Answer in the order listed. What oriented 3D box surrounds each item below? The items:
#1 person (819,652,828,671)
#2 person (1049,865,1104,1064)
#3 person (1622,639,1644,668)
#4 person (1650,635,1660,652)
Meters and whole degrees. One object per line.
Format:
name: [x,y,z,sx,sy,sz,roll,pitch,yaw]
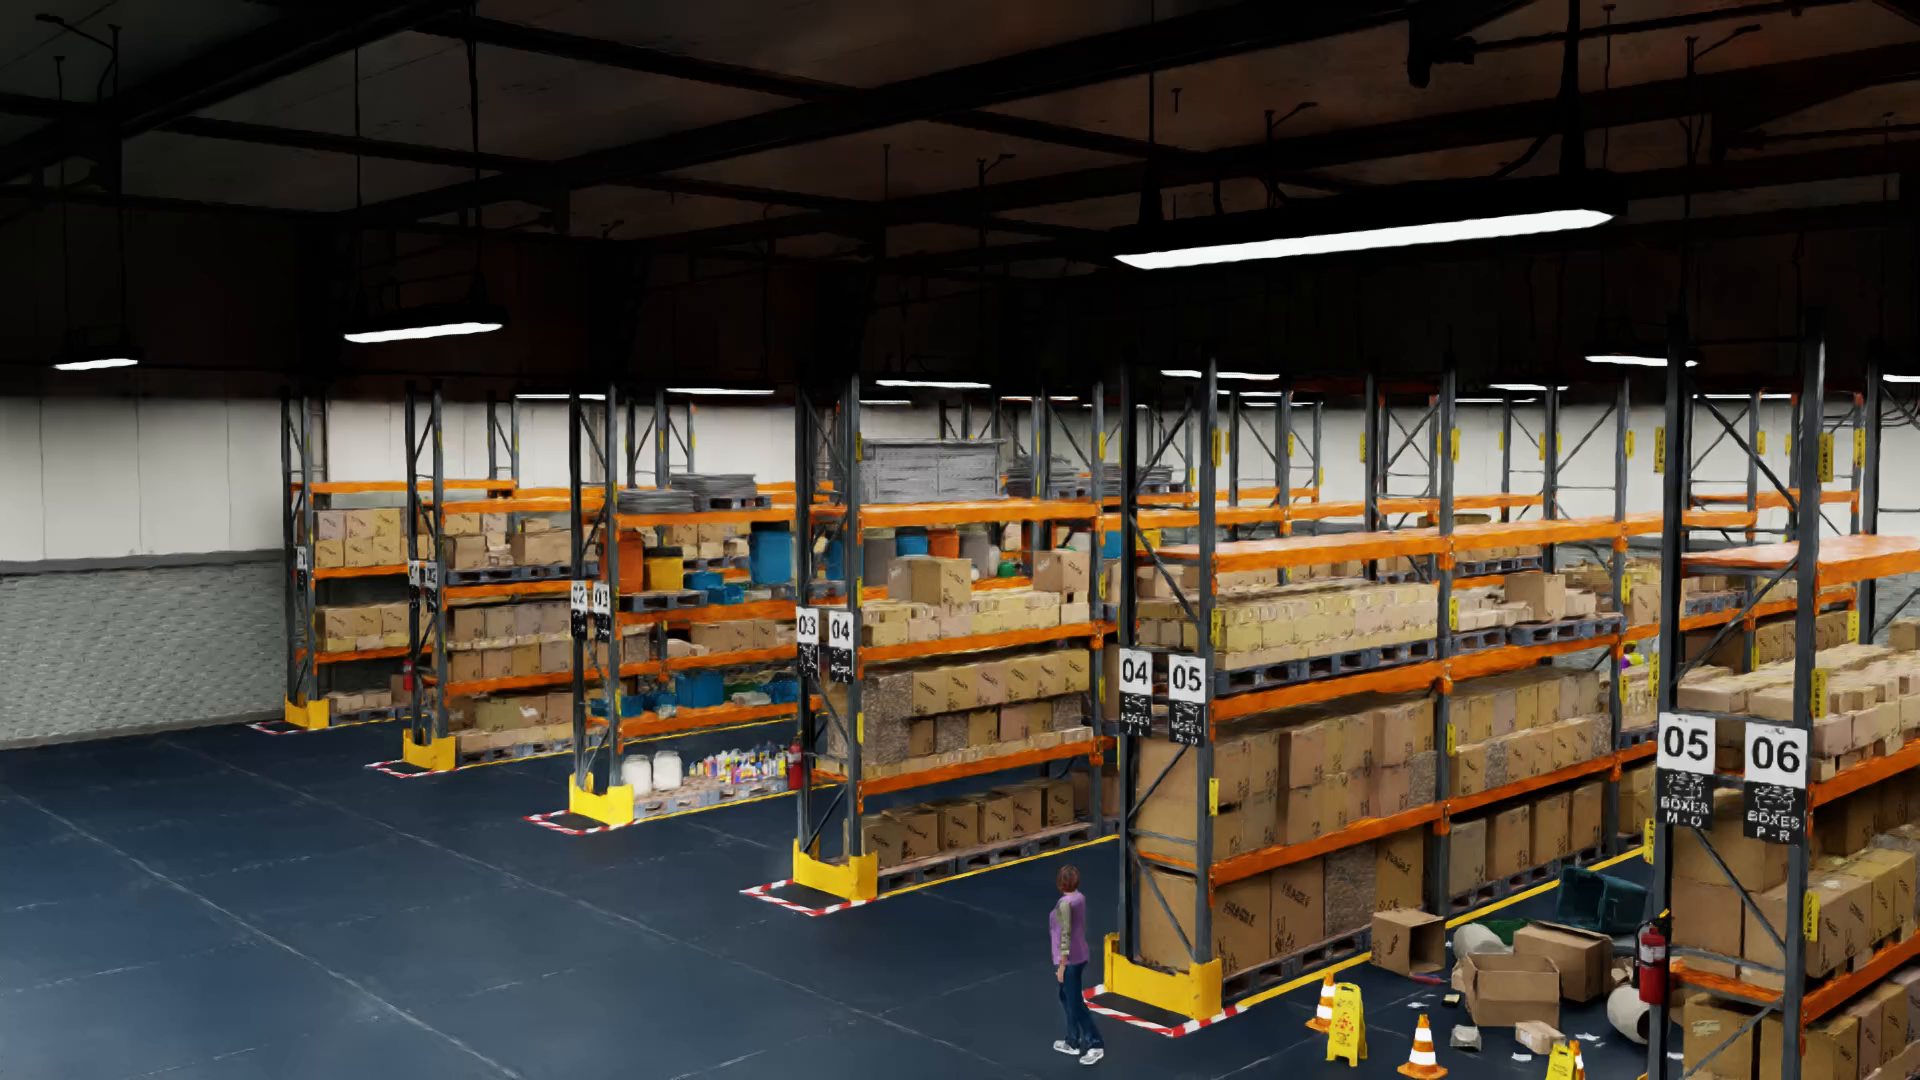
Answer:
person: [-2.820,2.284,33.221,0.566,1.532,0.519,4,5,44]
person: [0.977,3.497,13.772,0.484,1.587,0.514,1,4,22]
person: [11.229,2.498,27.912,0.738,1.767,0.572,-3,5,-37]
person: [13.062,2.297,30.831,0.533,1.771,0.748,1,4,11]
